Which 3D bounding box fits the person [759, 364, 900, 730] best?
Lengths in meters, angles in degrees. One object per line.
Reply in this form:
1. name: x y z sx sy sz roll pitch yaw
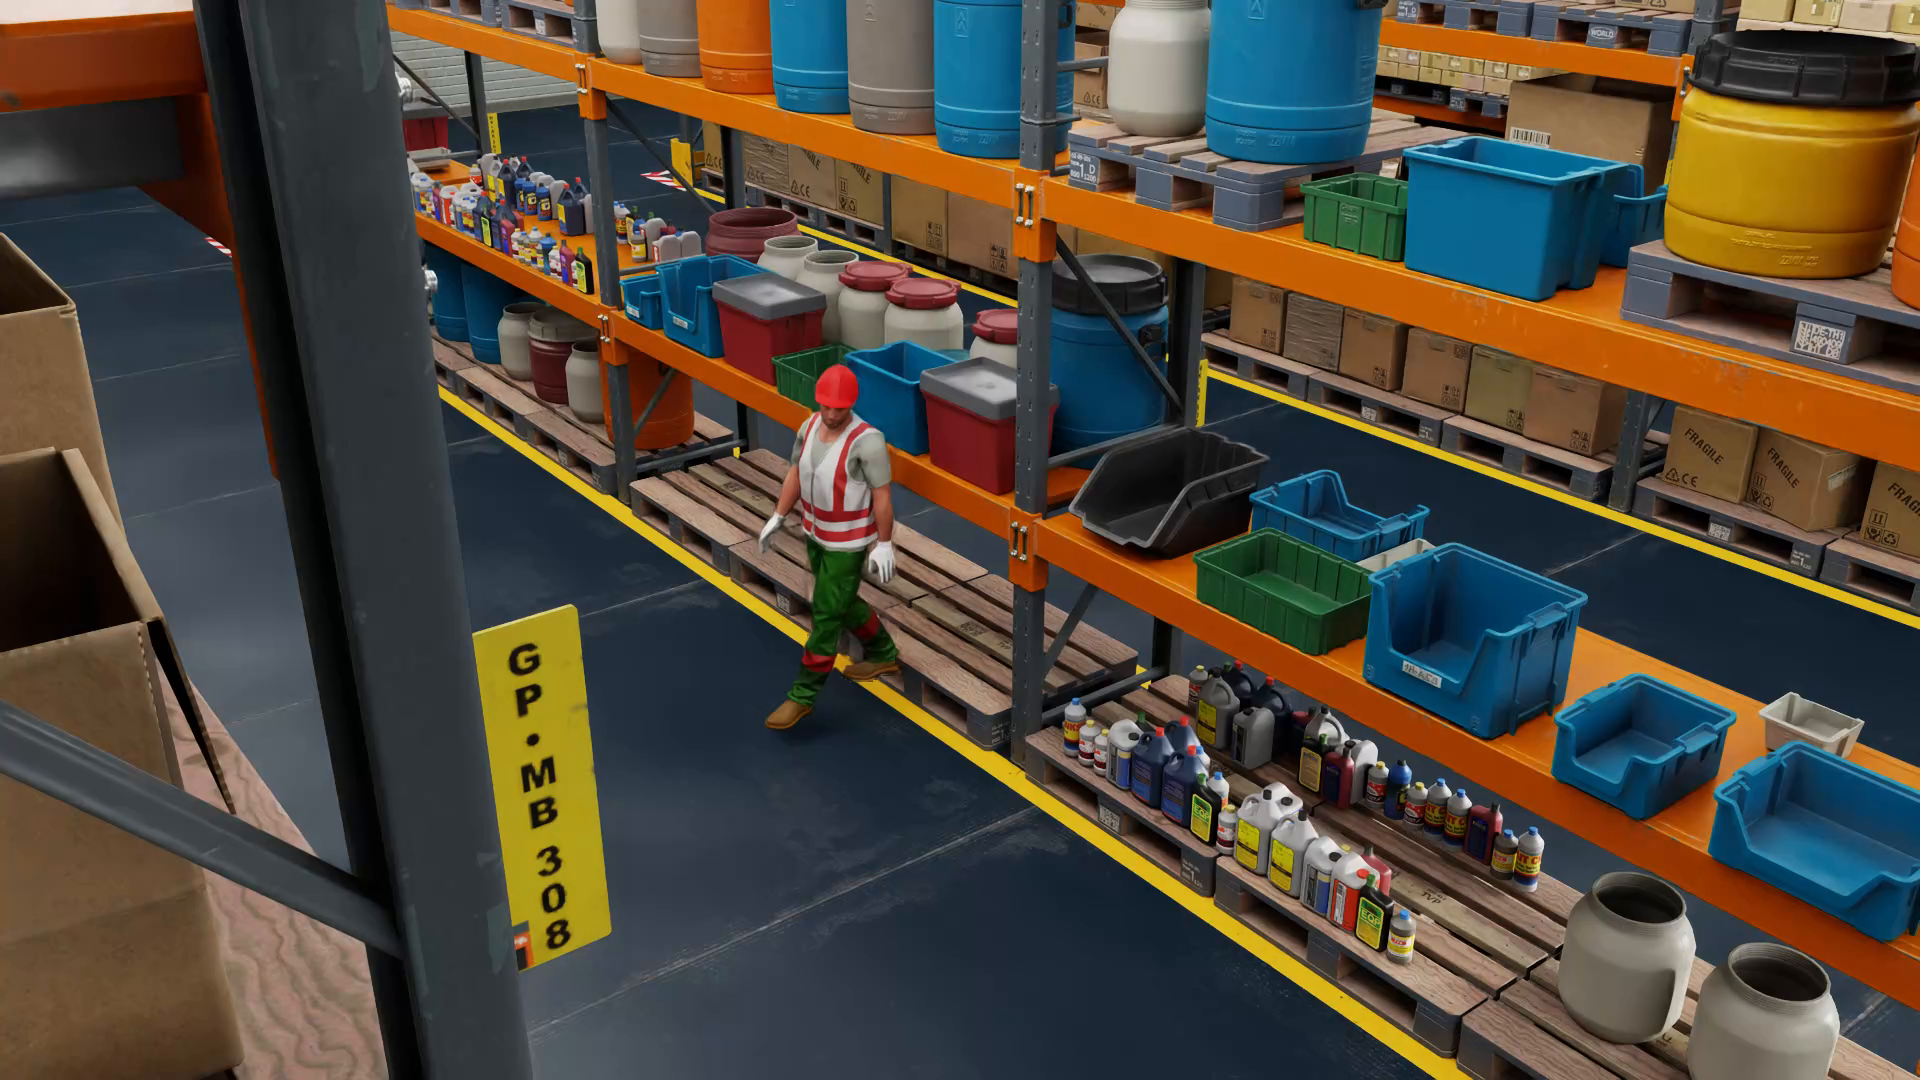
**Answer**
1. person: -0.661 -0.005 7.969 0.842 1.750 0.630 -17 30 -33
